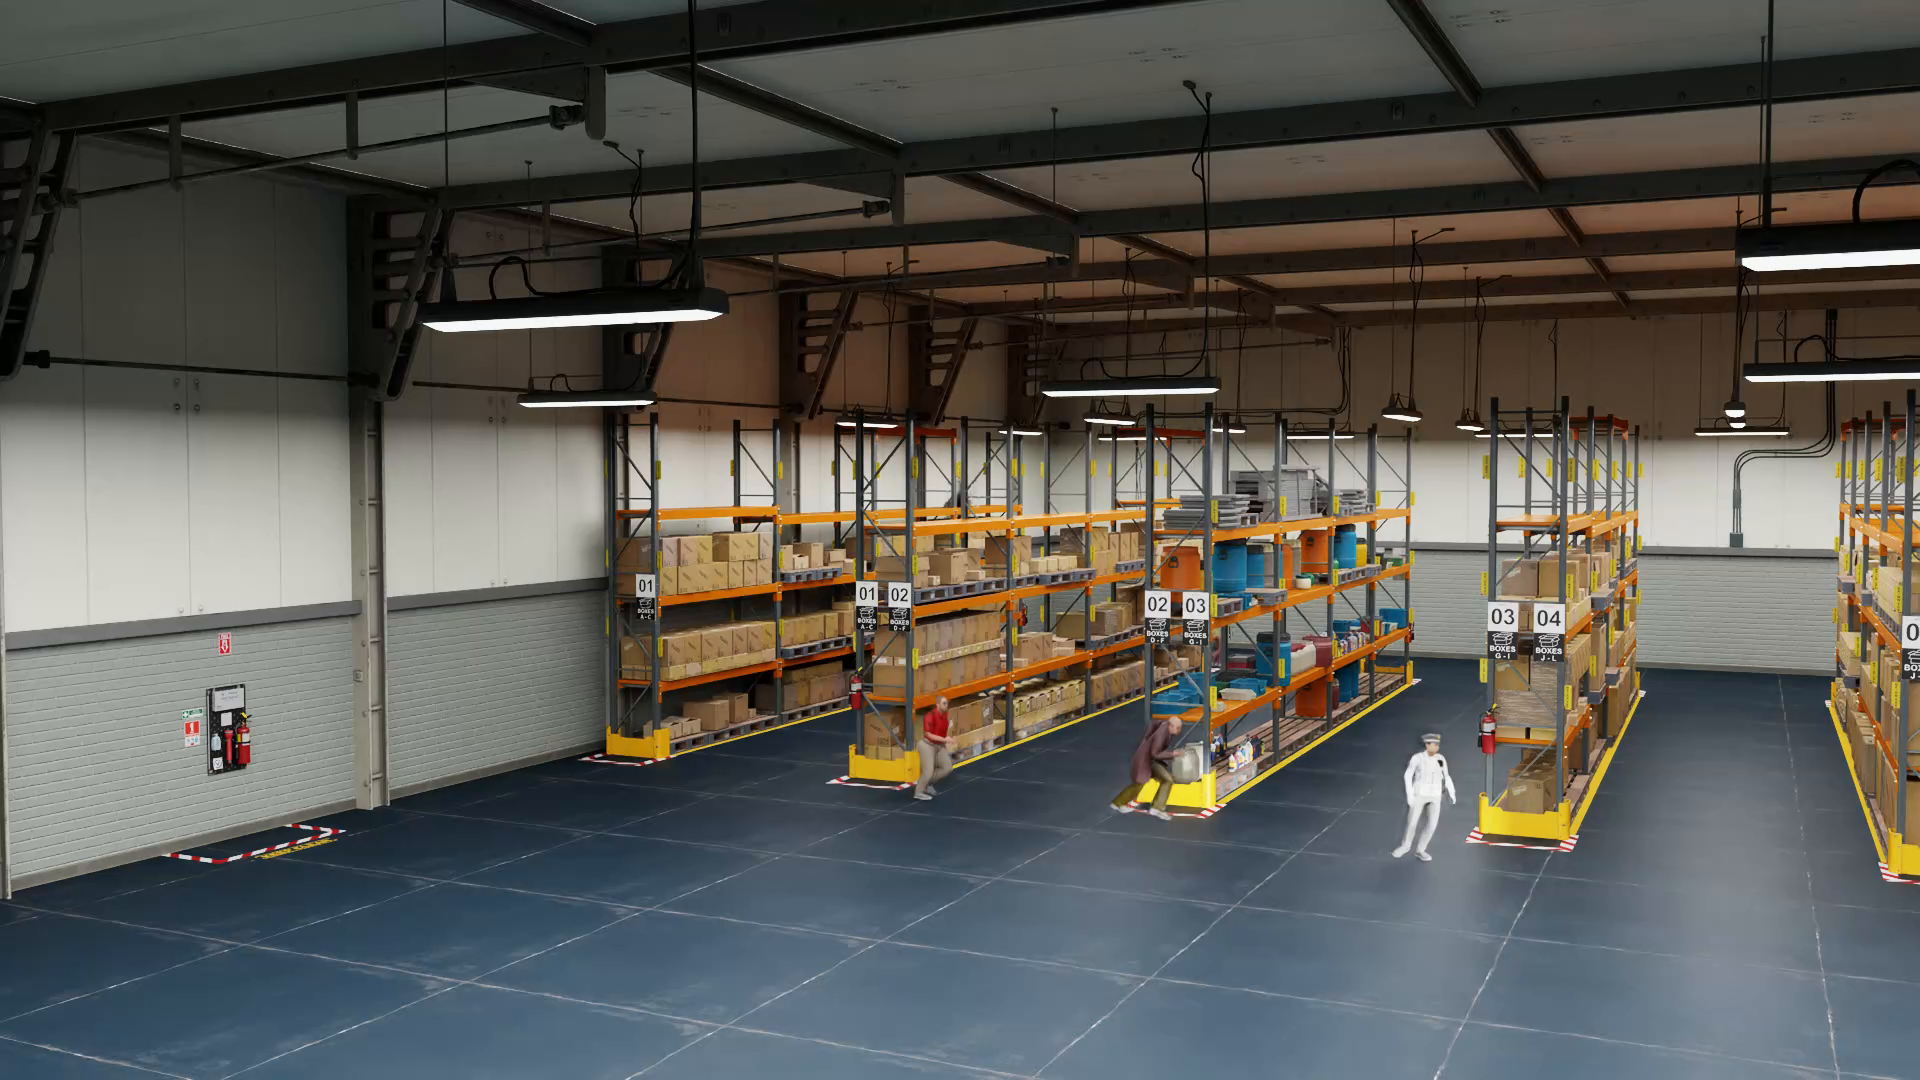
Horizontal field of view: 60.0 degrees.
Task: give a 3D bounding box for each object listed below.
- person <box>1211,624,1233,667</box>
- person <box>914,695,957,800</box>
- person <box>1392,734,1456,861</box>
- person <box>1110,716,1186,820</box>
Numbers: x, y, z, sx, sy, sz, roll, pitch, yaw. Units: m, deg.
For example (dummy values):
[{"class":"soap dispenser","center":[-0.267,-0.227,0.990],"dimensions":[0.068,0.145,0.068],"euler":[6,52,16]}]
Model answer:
[{"class":"person","center":[6.577,2.432,42.176],"dimensions":[0.571,1.597,0.626],"euler":[2,3,38]},{"class":"person","center":[-0.356,3.134,25.082],"dimensions":[0.805,1.613,0.662],"euler":[2,3,38]},{"class":"person","center":[5.933,3.289,21.235],"dimensions":[0.714,1.644,0.547],"euler":[0,2,-8]},{"class":"person","center":[2.679,3.252,23.813],"dimensions":[1.224,1.533,0.714],"euler":[1,3,28]}]
